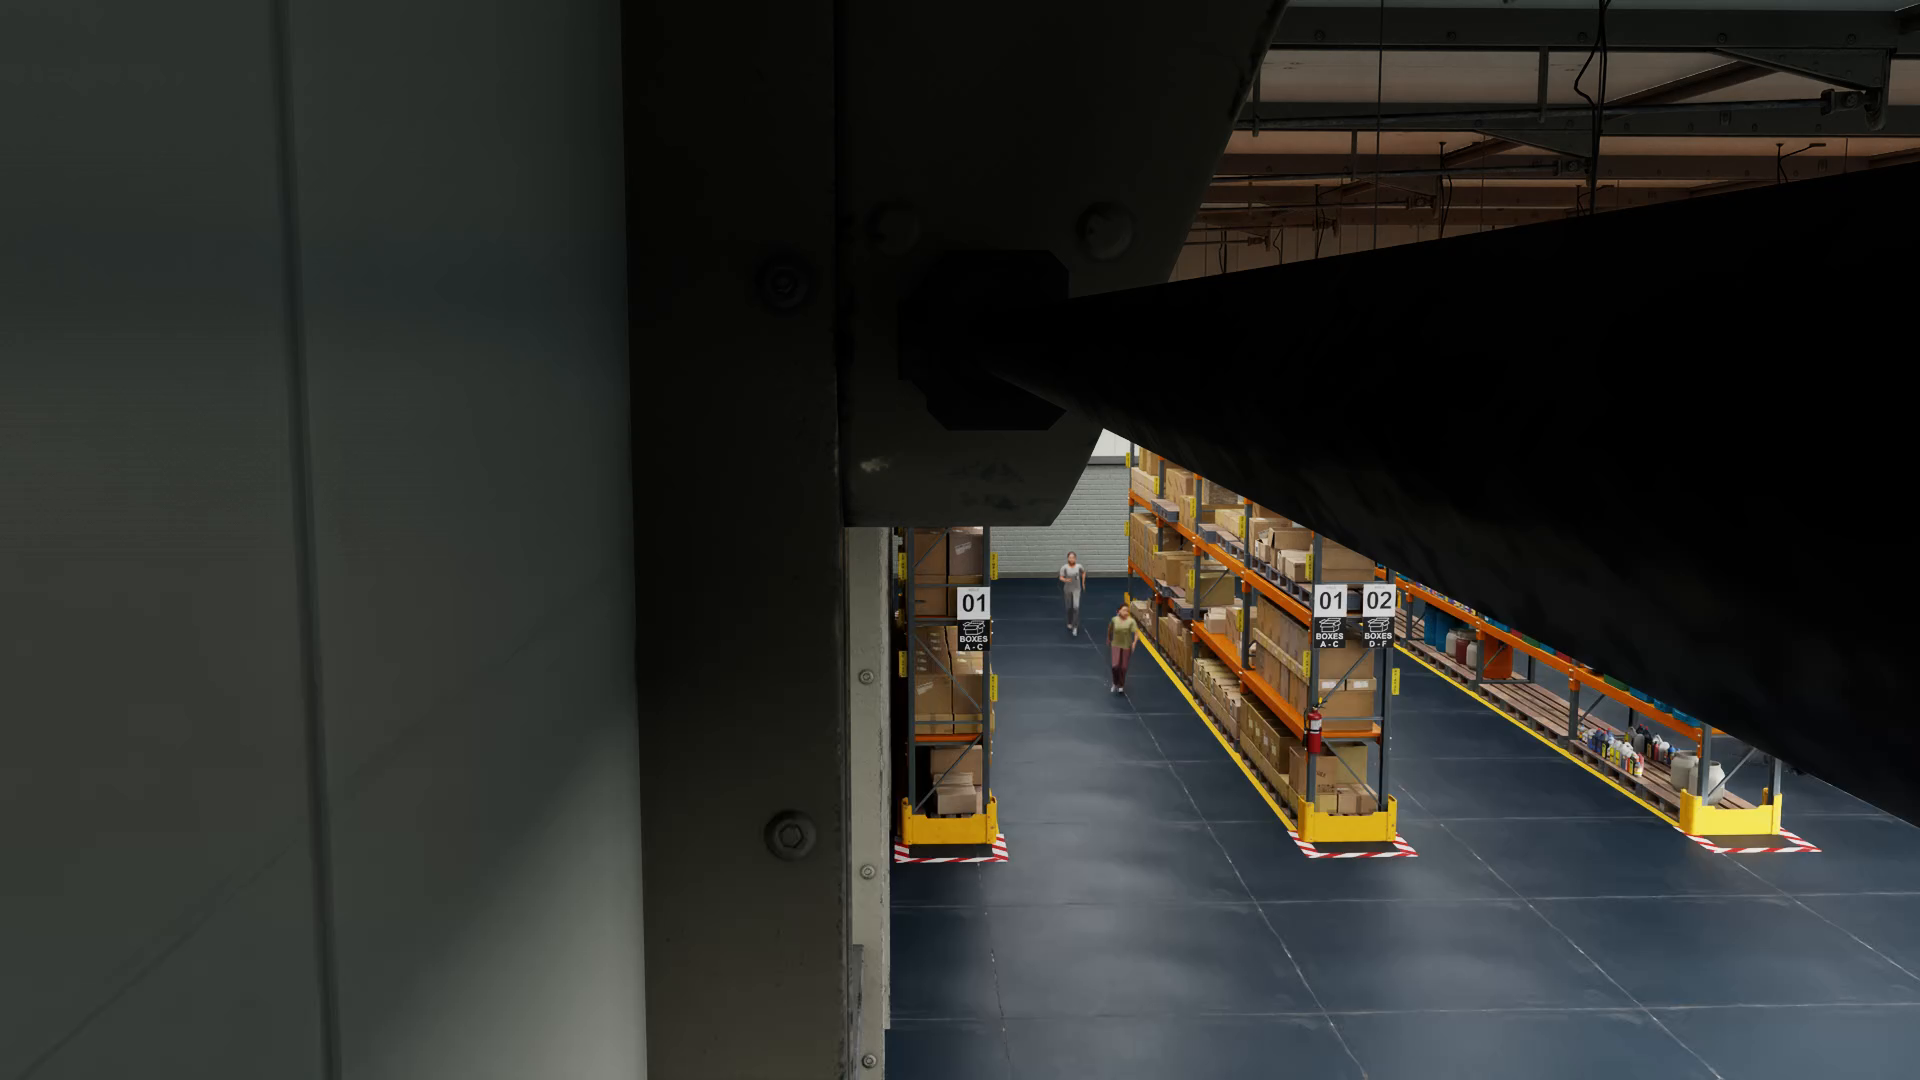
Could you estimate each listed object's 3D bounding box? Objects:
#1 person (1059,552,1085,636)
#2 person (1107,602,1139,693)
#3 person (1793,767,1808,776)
[{"bbox_3d":[2.327,1.090,34.466,0.532,1.721,0.838,1,7,4],"label":"person"},{"bbox_3d":[2.804,1.865,28.609,0.546,1.599,0.760,0,7,4],"label":"person"},{"bbox_3d":[12.062,2.561,23.306,0.640,1.581,0.901,-2,8,-13],"label":"person"}]
